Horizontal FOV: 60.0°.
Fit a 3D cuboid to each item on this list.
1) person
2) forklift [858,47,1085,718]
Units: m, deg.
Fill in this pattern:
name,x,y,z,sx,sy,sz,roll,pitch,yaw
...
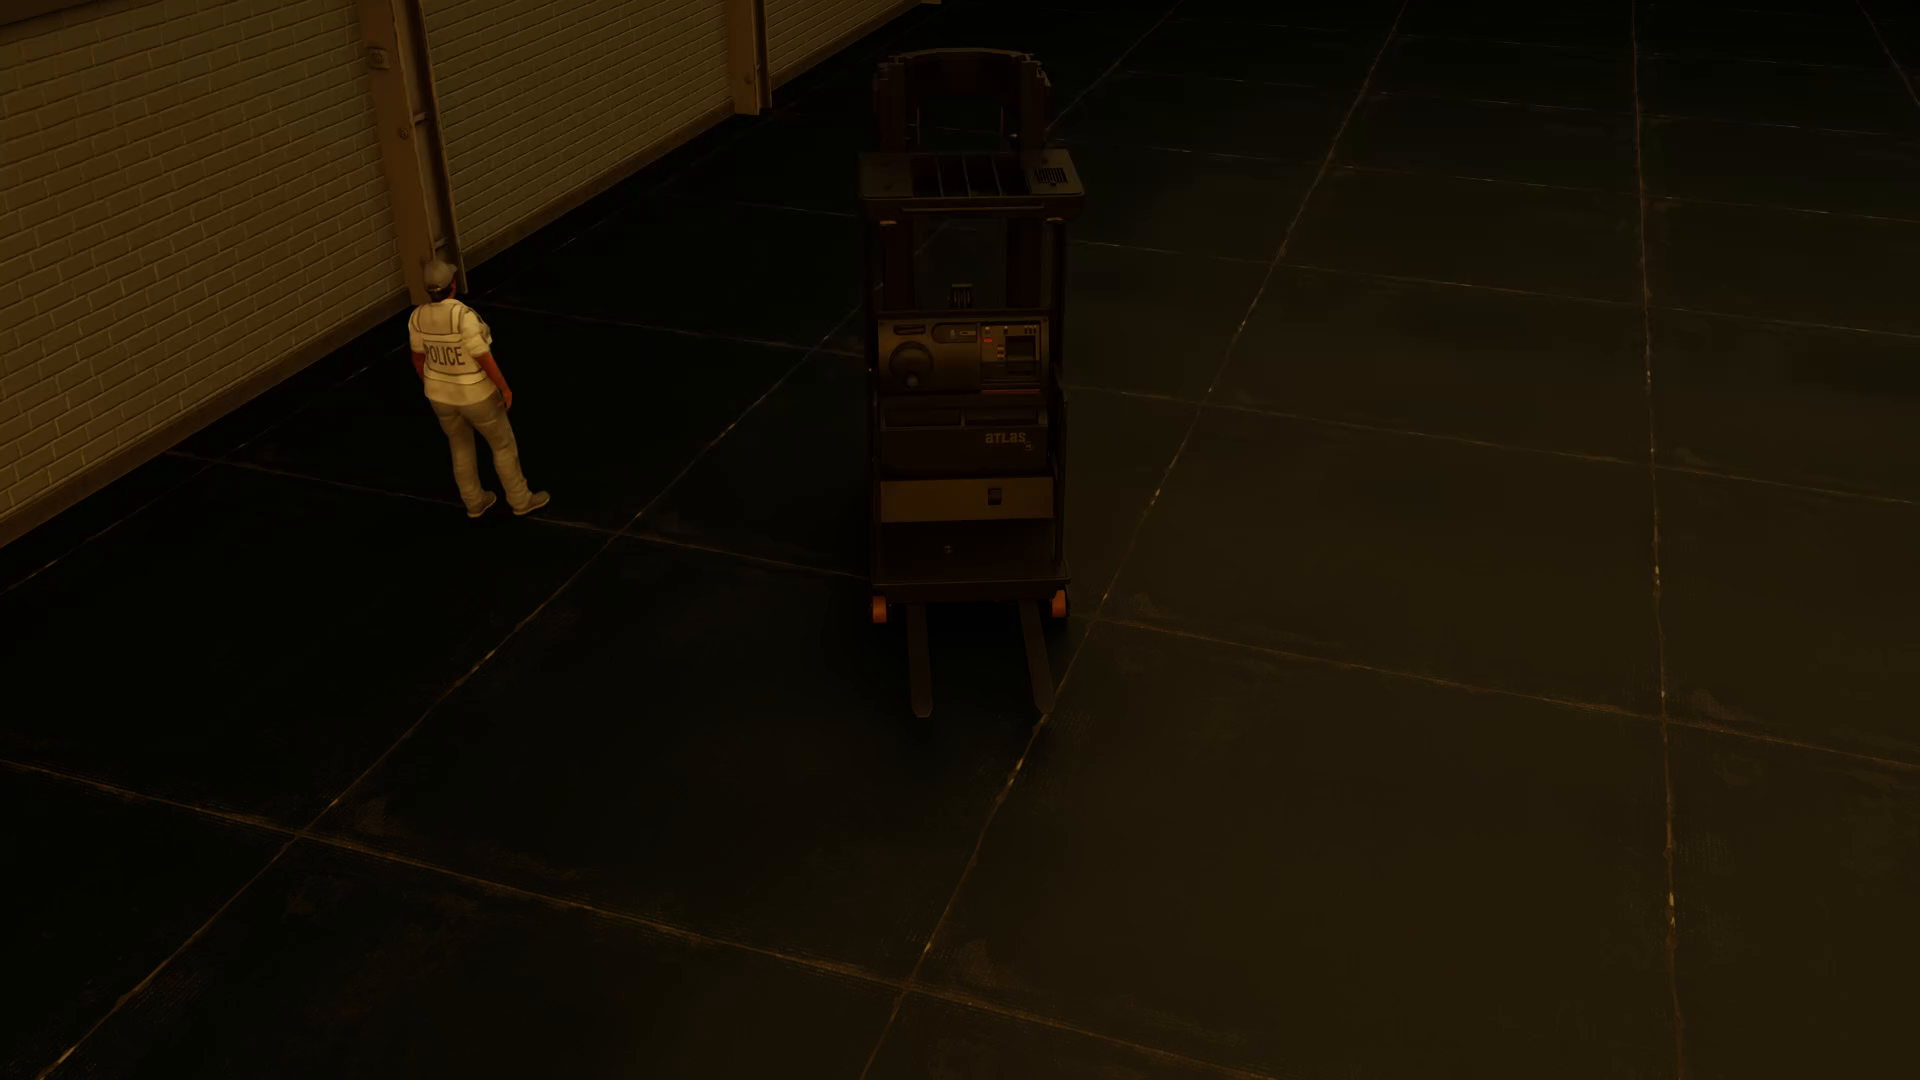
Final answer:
name,x,y,z,sx,sy,sz,roll,pitch,yaw
person,-2.932,-0.910,10.000,0.597,1.672,0.513,8,31,13
forklift,0.035,-0.972,8.842,1.130,2.935,3.031,-2,30,-3
